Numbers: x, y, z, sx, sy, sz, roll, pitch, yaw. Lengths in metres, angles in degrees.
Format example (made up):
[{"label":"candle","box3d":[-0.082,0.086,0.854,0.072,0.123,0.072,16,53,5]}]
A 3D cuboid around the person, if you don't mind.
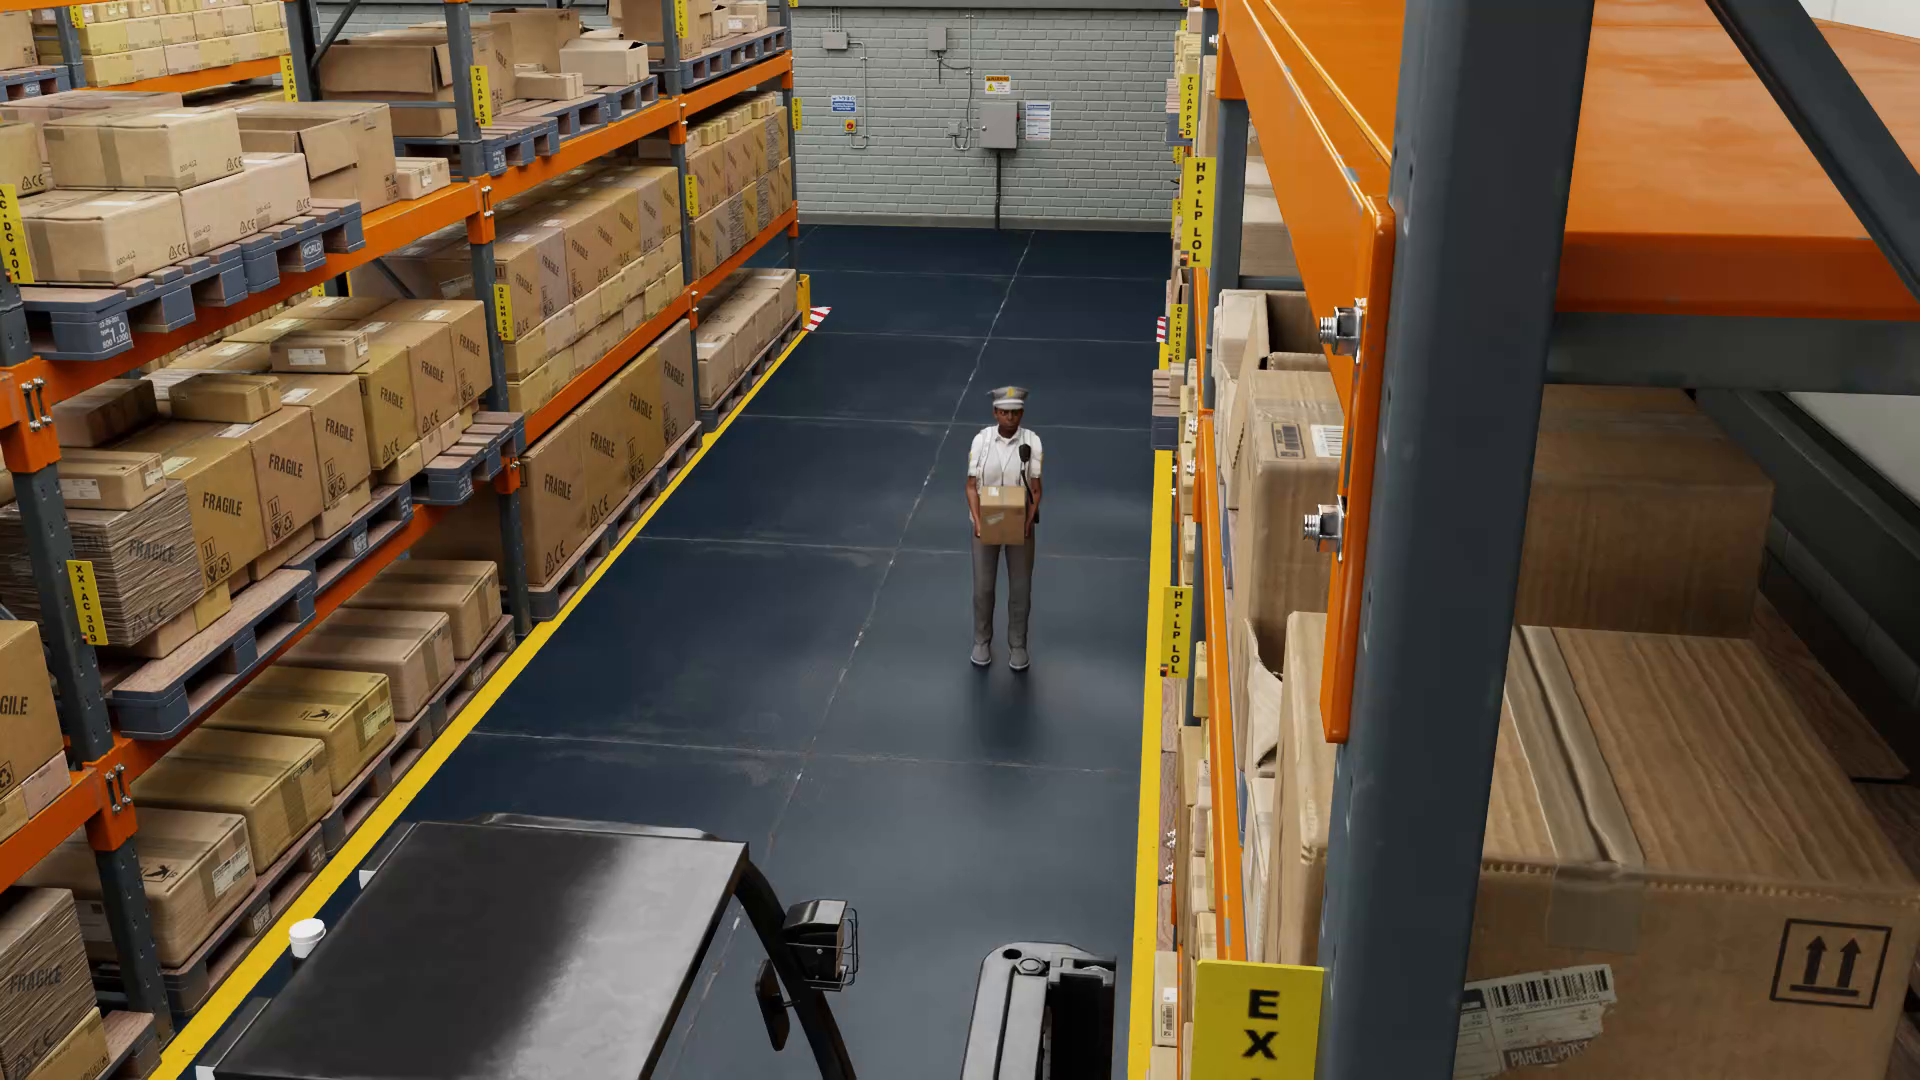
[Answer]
[{"label":"person","box3d":[0.255,-0.065,9.714,0.450,1.688,0.540,1,21,2]}]
